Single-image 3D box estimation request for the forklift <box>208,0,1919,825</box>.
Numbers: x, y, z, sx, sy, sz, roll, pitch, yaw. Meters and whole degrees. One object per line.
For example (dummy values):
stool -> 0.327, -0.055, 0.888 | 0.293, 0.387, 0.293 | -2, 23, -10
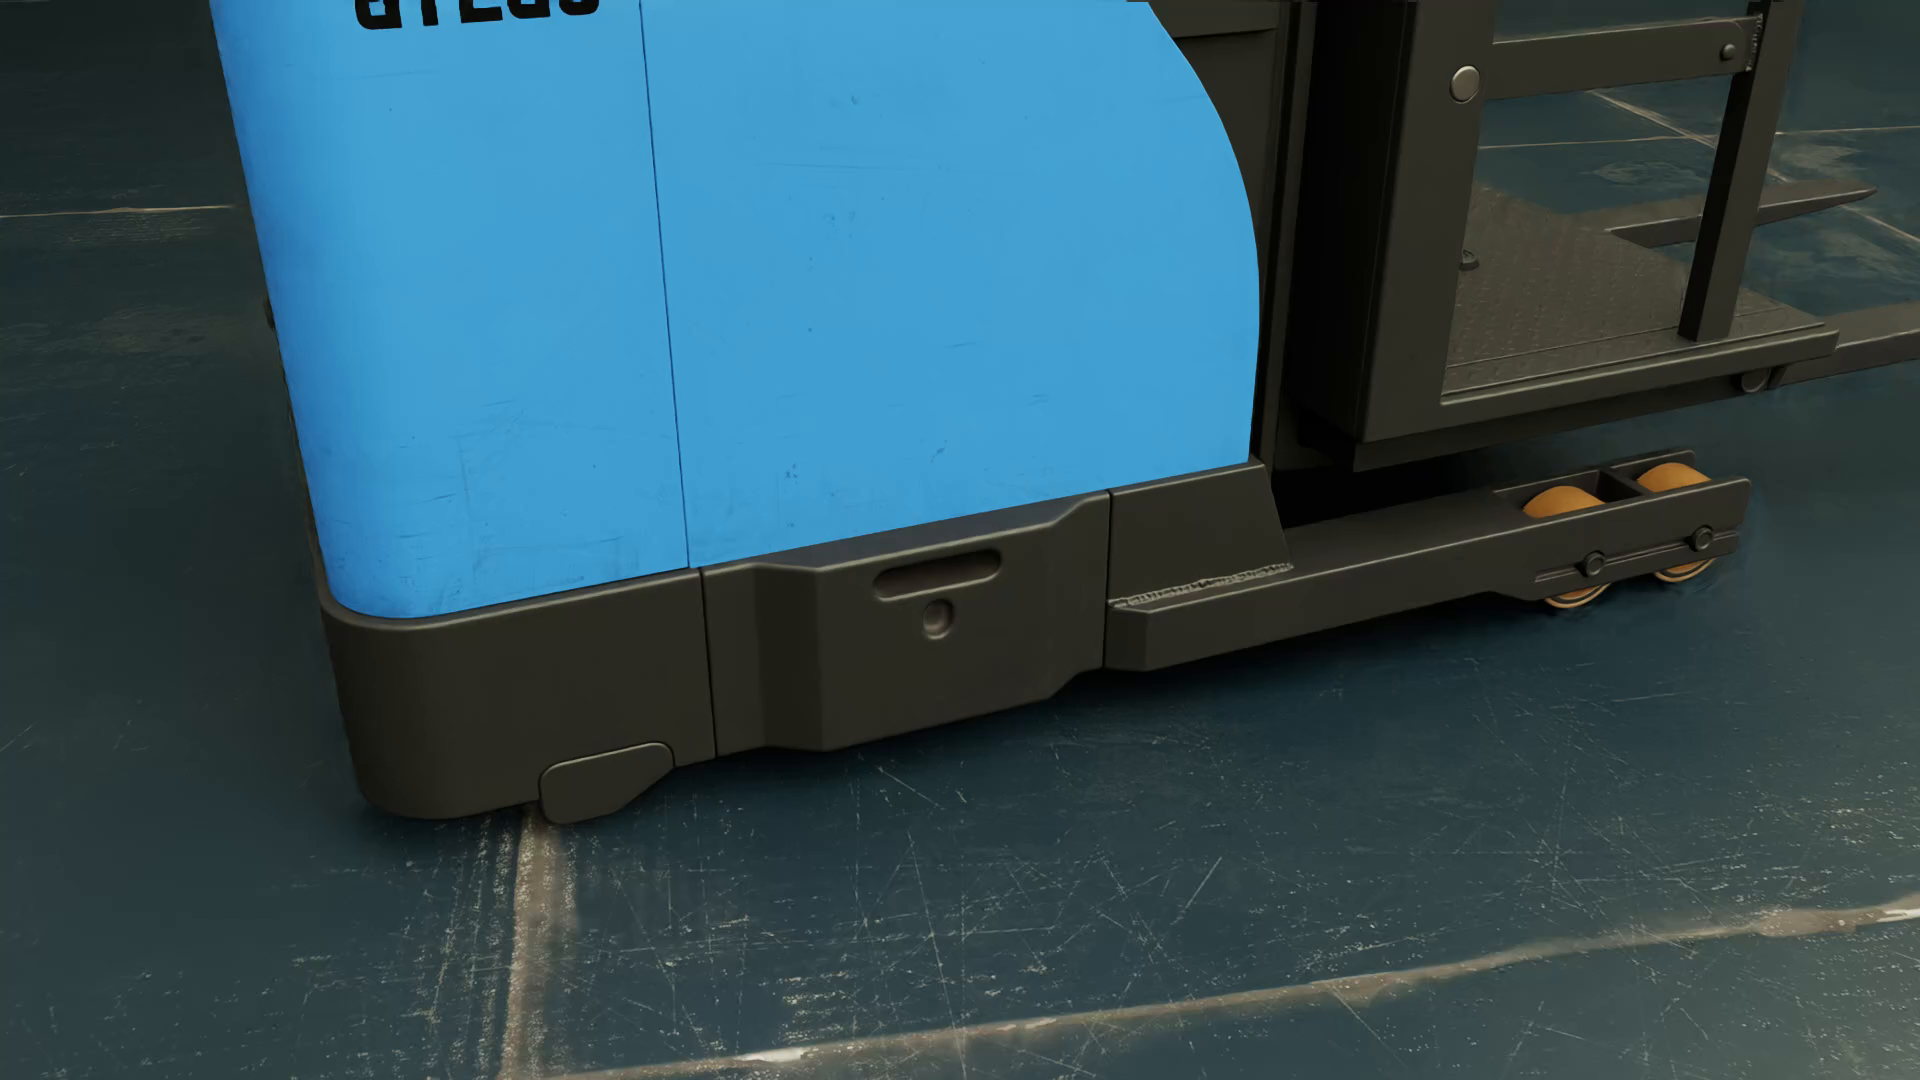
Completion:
forklift -> 0.569, -1.416, 2.042 | 3.031, 2.935, 1.130 | -11, 30, -20
